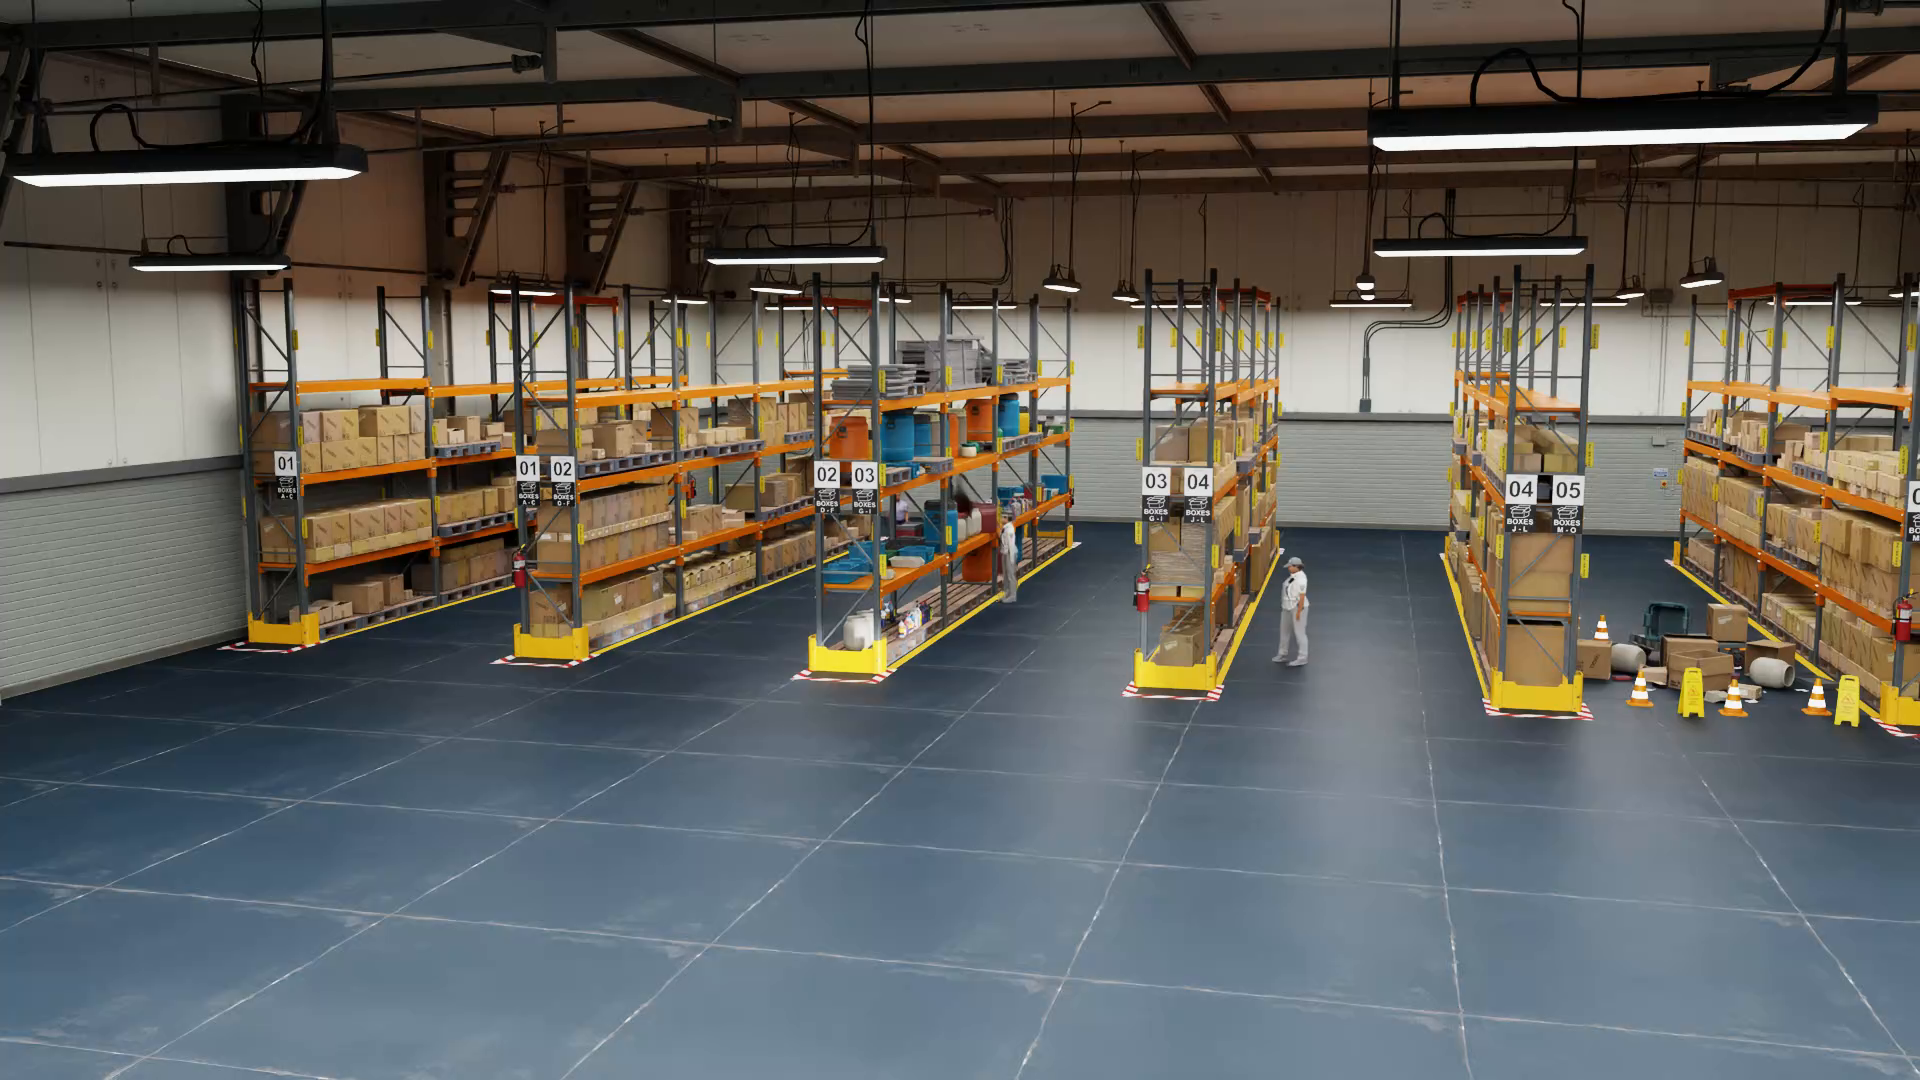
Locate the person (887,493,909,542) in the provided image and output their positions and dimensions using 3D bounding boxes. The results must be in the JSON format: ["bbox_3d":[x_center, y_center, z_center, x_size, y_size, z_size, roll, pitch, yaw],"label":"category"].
[{"bbox_3d":[-1.426,-0.341,37.923,0.520,1.600,0.932,1,7,9],"label":"person"}]

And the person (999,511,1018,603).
[{"bbox_3d":[0.877,0.297,30.478,0.366,1.677,0.510,-2,7,-17],"label":"person"}]

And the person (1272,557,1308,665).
[{"bbox_3d":[5.150,1.088,25.808,0.463,1.660,0.541,-3,8,-24],"label":"person"}]
